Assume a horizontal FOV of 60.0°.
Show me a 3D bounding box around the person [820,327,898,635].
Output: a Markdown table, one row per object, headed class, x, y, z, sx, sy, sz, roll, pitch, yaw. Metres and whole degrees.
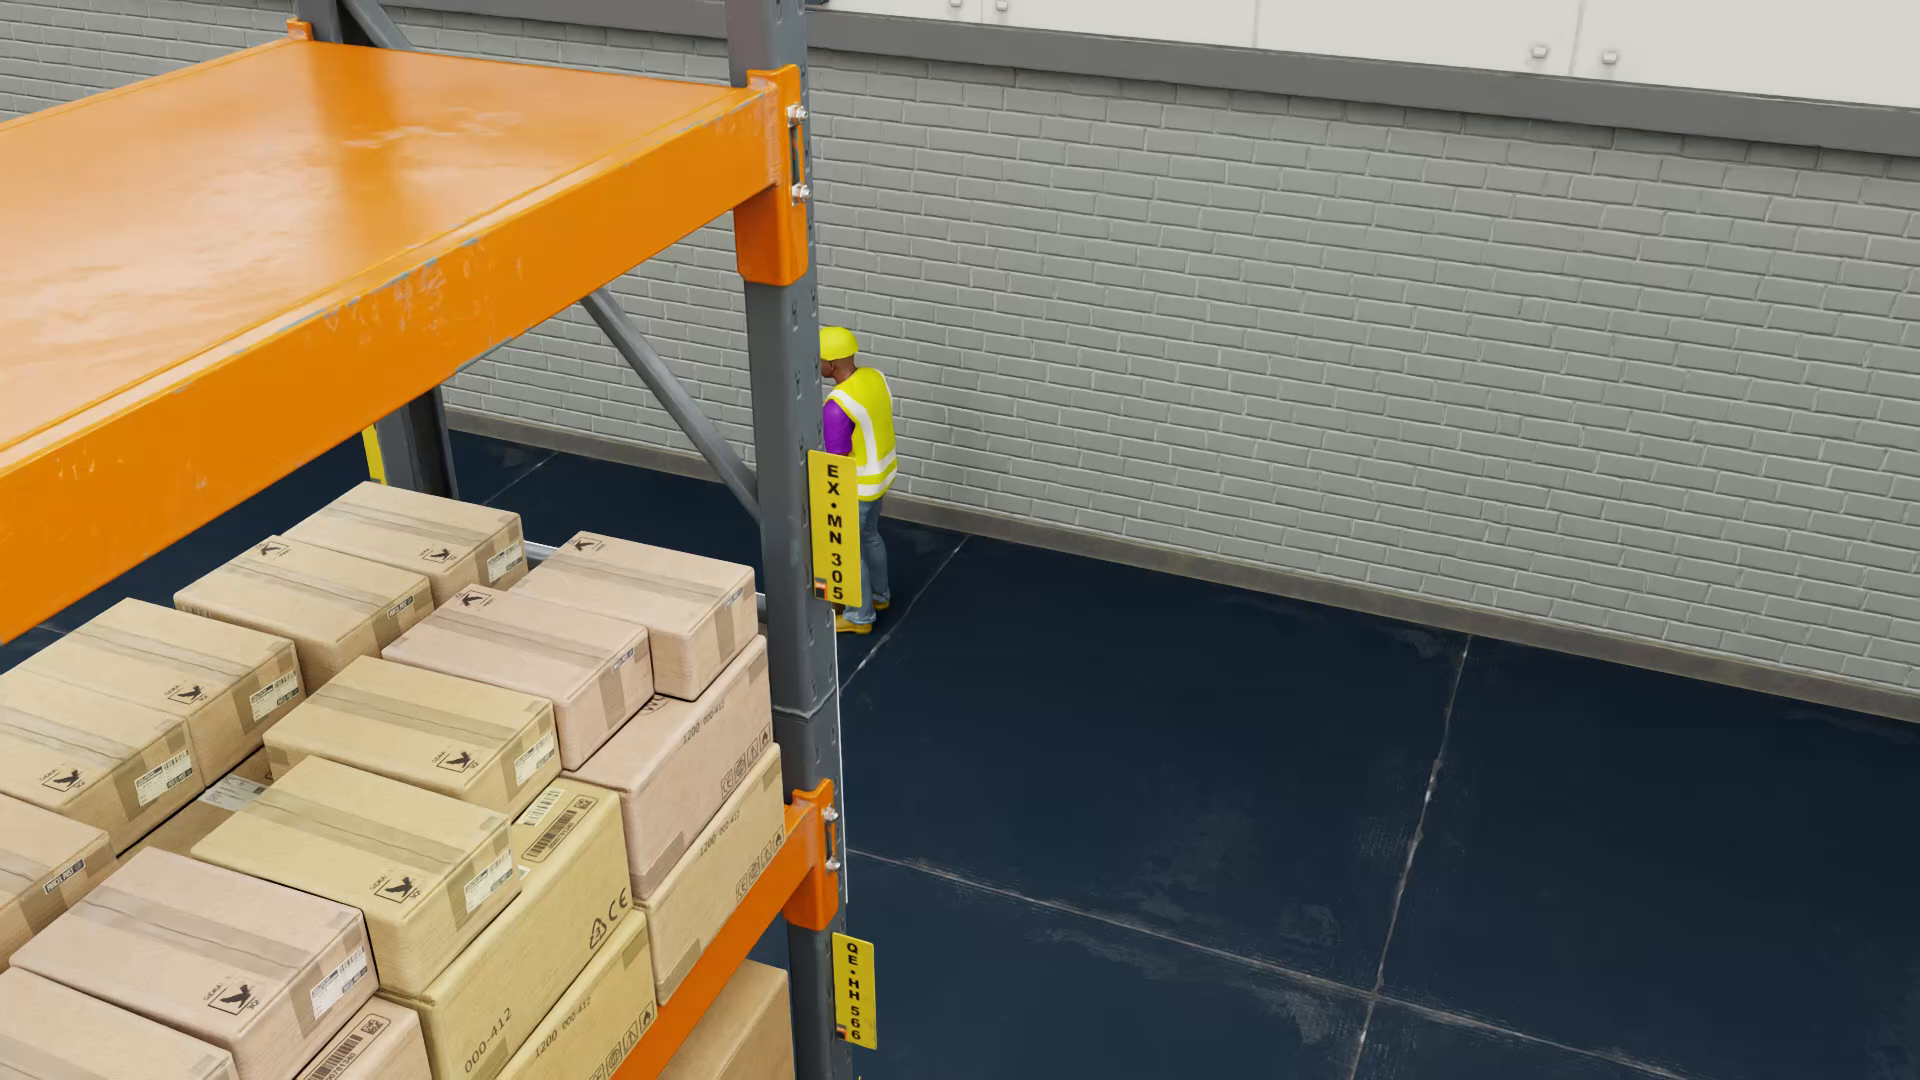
| class | x | y | z | sx | sy | sz | roll | pitch | yaw |
| --- | --- | --- | --- | --- | --- | --- | --- | --- | --- |
| person | -0.579 | -0.326 | 8.956 | 0.456 | 1.761 | 0.627 | 12 | 31 | 20 |
